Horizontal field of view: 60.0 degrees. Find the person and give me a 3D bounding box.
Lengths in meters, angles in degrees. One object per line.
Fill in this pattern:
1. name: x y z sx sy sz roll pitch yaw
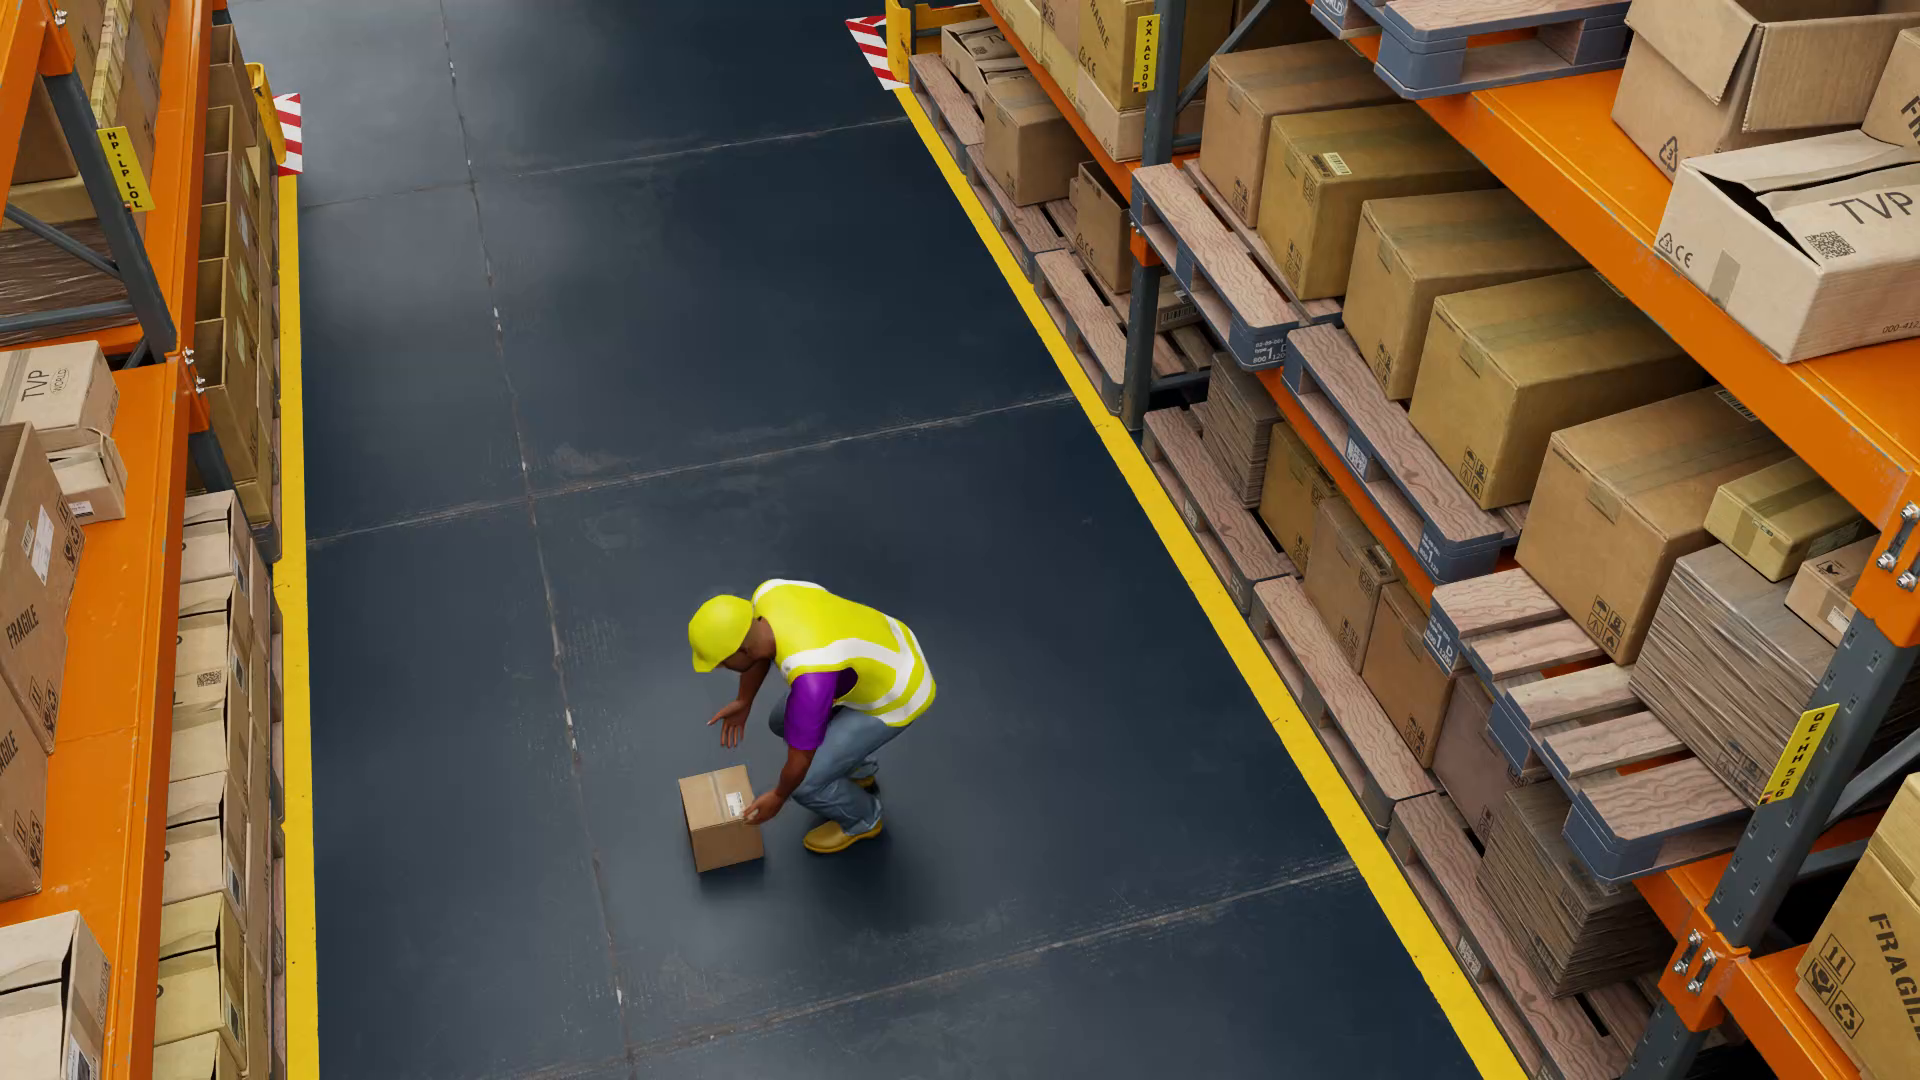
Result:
1. person: -0.495 0.602 5.858 0.828 1.253 0.625 -12 43 -13
